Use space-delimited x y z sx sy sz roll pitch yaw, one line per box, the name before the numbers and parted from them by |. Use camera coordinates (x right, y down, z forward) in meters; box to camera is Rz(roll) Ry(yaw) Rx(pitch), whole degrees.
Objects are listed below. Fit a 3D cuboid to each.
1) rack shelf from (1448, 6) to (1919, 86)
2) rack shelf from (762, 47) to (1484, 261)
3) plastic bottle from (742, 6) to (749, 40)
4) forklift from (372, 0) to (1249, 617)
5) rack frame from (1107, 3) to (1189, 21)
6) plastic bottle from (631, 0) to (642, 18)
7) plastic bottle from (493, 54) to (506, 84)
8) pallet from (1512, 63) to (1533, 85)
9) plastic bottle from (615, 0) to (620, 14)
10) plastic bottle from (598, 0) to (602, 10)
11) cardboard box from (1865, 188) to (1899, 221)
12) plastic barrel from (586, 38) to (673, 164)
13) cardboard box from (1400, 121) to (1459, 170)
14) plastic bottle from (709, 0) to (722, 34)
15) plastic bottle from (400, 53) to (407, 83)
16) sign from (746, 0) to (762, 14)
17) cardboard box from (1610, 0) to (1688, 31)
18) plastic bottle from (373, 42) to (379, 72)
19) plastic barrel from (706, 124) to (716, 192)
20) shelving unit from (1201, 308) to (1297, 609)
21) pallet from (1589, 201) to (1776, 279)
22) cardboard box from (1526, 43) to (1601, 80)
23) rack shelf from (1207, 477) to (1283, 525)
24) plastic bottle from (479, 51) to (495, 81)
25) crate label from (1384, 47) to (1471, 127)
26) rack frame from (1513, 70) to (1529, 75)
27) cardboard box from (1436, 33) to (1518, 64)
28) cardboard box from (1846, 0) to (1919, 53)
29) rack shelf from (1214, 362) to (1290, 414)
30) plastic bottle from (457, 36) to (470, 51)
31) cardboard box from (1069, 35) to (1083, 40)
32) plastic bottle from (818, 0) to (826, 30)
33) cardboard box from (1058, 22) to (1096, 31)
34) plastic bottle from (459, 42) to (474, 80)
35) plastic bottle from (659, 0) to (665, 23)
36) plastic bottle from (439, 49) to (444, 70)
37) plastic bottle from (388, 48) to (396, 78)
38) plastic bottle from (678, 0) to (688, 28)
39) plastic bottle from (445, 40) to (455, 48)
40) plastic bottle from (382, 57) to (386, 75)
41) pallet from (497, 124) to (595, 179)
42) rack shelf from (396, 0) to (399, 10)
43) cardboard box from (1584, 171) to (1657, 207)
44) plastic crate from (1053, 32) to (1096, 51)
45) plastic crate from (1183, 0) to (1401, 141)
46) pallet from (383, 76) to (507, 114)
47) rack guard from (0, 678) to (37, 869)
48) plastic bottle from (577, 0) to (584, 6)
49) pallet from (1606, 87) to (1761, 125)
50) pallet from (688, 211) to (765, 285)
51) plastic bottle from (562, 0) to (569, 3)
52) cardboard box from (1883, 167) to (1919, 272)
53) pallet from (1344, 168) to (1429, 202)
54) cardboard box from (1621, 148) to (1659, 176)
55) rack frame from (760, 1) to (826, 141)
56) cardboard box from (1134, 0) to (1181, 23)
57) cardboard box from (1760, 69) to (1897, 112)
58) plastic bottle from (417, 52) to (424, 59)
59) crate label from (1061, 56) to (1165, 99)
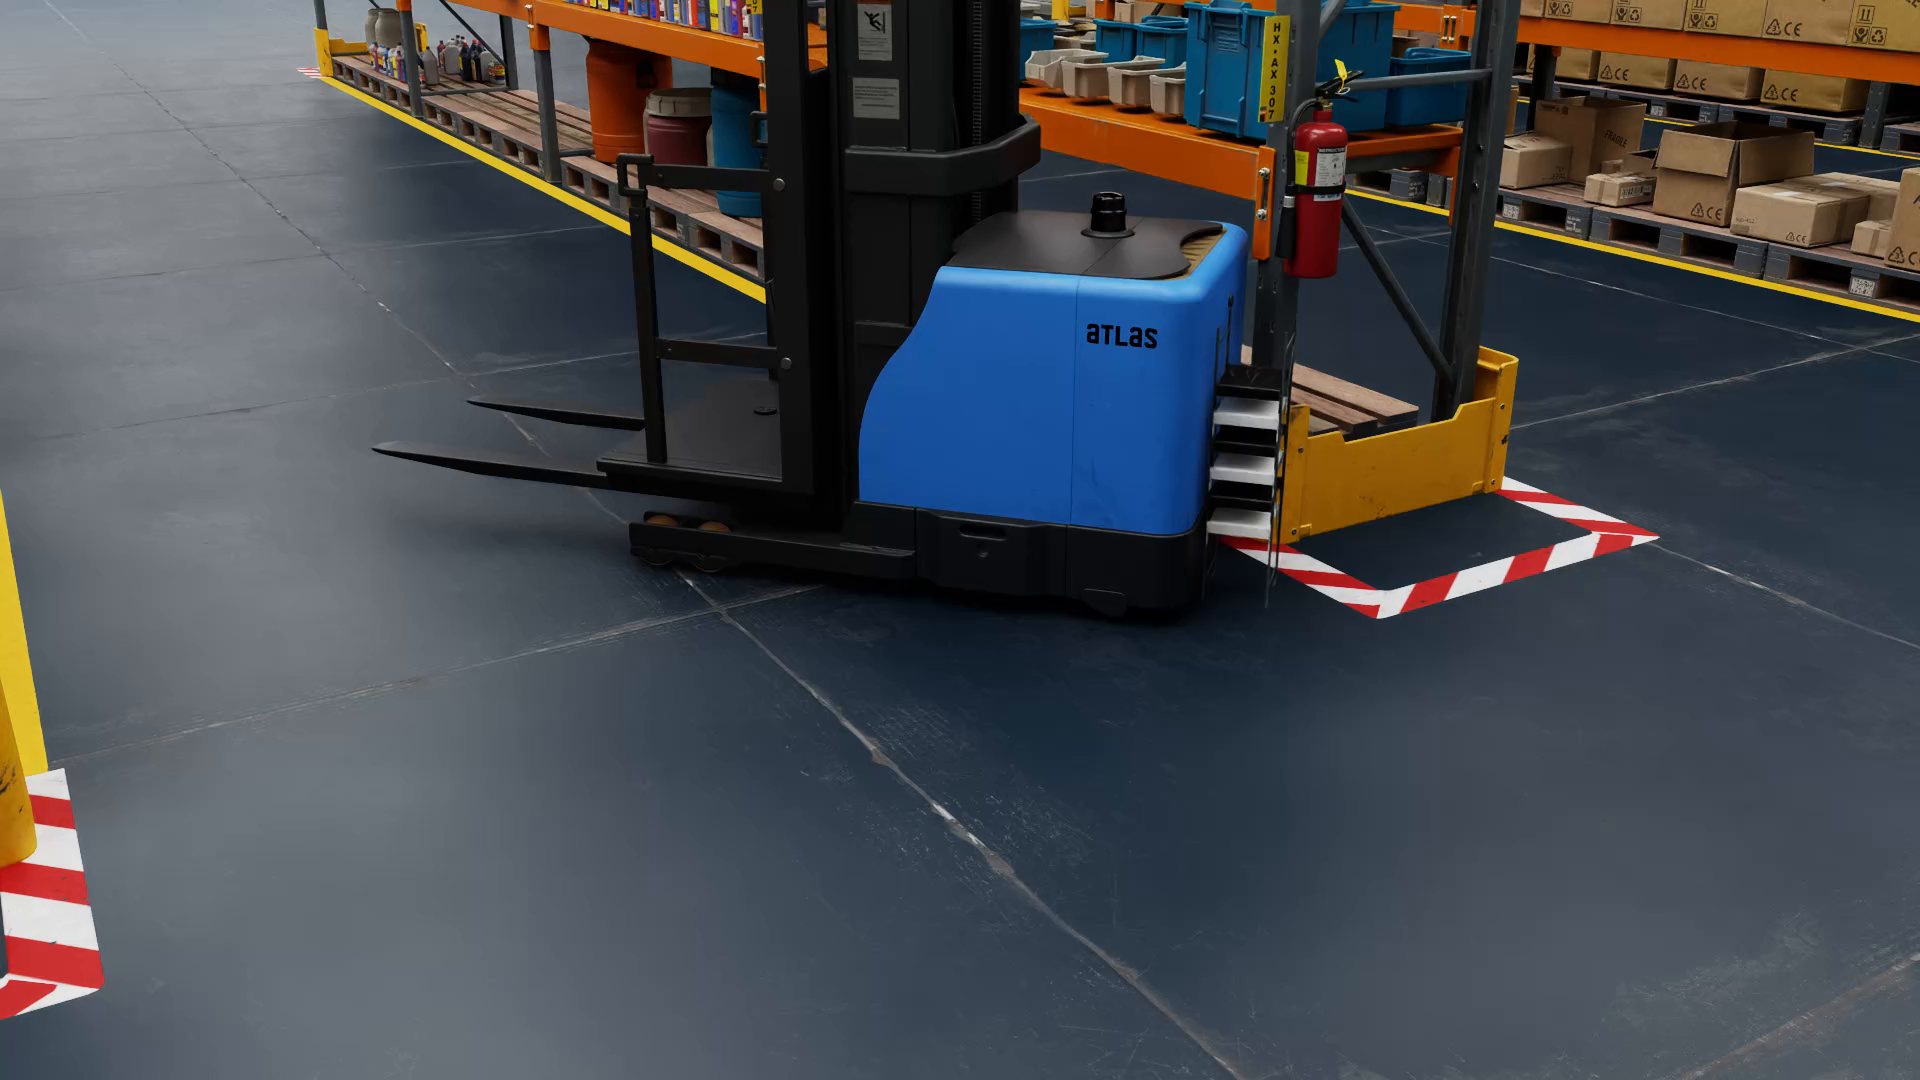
rack shelf | 4.706 -2.802 9.676 1.077 0.370 4.000 -13 25 -28
rack shelf | 0.445 -1.850 7.335 1.077 0.370 4.000 -13 25 -28
plastic bottle | -1.138 -2.836 9.070 0.097 0.201 0.097 0 22 0
forklift | -0.596 -1.430 5.436 3.031 2.935 1.130 7 23 16
rack frame | 1.641 -5.077 14.319 1.000 3.000 0.127 -13 25 -28
plastic bottle | -1.968 -3.417 10.399 0.152 0.276 0.135 -13 25 -28
plastic bottle | -4.449 -4.548 16.056 0.097 0.271 0.097 0 22 0
pallet | 5.500 -4.993 17.814 1.003 0.211 1.213 -13 25 -28
plastic bottle | -2.169 -3.522 10.663 0.097 0.271 0.097 0 22 0
plastic bottle | -2.336 -3.596 10.938 0.097 0.201 0.097 0 22 0
cardboard box | 5.438 -1.810 9.348 0.500 0.250 0.500 -13 25 -28
plastic barrel | -2.355 -3.160 11.926 0.600 0.830 0.708 -13 25 -28
cardboard box | 3.186 -2.933 11.779 0.500 0.500 0.500 -13 25 -29
plastic bottle | -1.327 -3.043 9.379 0.144 0.351 0.185 -13 25 -28
plastic bottle | -5.338 -4.612 16.109 0.144 0.351 0.185 -14 26 -31
sign | -1.050 -2.854 8.482 0.100 0.325 0.005 -13 25 -28
cardboard box | 4.228 -3.284 9.774 0.500 0.500 0.500 -13 25 -29
plastic bottle | -5.948 -4.937 16.998 0.061 0.283 0.133 -12 25 -27
plastic barrel | -1.413 -2.481 10.679 0.421 0.512 0.421 0 22 0
shelving unit | 0.908 -0.253 5.238 0.210 0.900 0.258 7 23 16
pallet | 4.661 -1.873 10.139 1.003 0.211 1.213 -13 25 -28
cardboard box | 6.160 -4.967 16.344 0.750 0.750 0.750 -13 25 -29
rack shelf | 0.908 -0.139 5.285 0.200 0.077 0.258 7 23 16
plastic bottle | -4.637 -4.649 16.300 0.152 0.276 0.135 -12 25 -26
crate label | 1.624 -1.629 5.979 0.416 0.233 0.303 -13 25 -28
rack frame | 5.897 -6.031 16.666 1.000 3.000 0.127 -13 25 -28
cardboard box | 5.485 -5.300 17.603 0.700 0.500 0.500 -12 25 -27
cardboard box | 4.996 -2.794 8.568 0.500 0.500 0.500 -12 25 -28
rack shelf | 0.908 -0.472 5.149 0.200 0.077 0.258 7 23 16
plastic bottle | -5.032 -4.937 16.908 0.144 0.351 0.185 -13 25 -29
cardboard box | 1.161 -4.380 14.953 0.500 0.311 0.500 -12 25 -27
plastic bottle | -0.770 -3.050 9.596 0.097 0.201 0.097 0 22 0
cardboard box | 1.092 -4.818 16.030 0.500 0.311 0.500 -13 26 -30
plastic bottle | -4.842 -4.711 16.351 0.144 0.351 0.185 -13 25 -28
plastic bottle | -1.770 -3.237 10.055 0.097 0.201 0.097 0 22 0
plastic bottle | -5.313 -4.951 17.140 0.097 0.201 0.097 0 22 0
plastic bottle | -5.582 -4.736 16.512 0.152 0.276 0.135 -12 25 -27
plastic bottle | -1.568 -3.164 9.777 0.152 0.276 0.135 -13 25 -28
plastic bottle | -5.286 -5.060 17.311 0.152 0.276 0.135 -12 25 -28
plastic bottle | -5.771 -4.801 16.771 0.097 0.201 0.097 0 22 0
pallet | -2.982 -3.092 13.139 1.003 0.211 1.213 -13 25 -28
rack shelf | -5.684 -5.735 16.892 1.077 0.370 4.000 -13 25 -28
cardboard box | 4.163 -2.218 10.463 0.380 0.166 0.250 -13 25 -28
plastic crate | 0.572 -2.231 7.586 0.293 0.136 0.466 -13 25 -28
plastic crate | 1.135 -1.653 5.767 0.616 0.435 0.499 -13 25 -28
pallet | -4.970 -4.354 16.243 1.003 0.211 1.213 -13 25 -28
rack guard | -2.779 0.582 3.715 1.175 0.500 0.348 -13 25 -28
plastic bottle | -2.548 -3.754 11.219 0.061 0.283 0.133 -13 25 -28
pallet | 6.855 -4.075 15.557 1.003 0.211 1.213 -13 25 -28
pallet | -0.935 -1.797 9.952 1.003 0.211 1.213 -13 25 -28
plastic bottle | -2.676 -3.866 11.504 0.152 0.276 0.135 -13 25 -28
cardboard box | 5.238 -1.662 8.652 0.500 0.500 0.500 -13 25 -28
pallet | 3.236 -2.747 12.289 1.003 0.211 1.213 -13 25 -28
cardboard box | 4.602 -2.368 10.640 0.500 0.311 0.500 -13 25 -28
rack frame | -0.576 -2.831 8.792 1.000 3.000 0.127 -13 25 -28
cardboard box | 2.710 -6.994 21.770 0.700 0.500 0.500 -14 26 -32
cardboard box | 7.497 -4.120 14.263 0.750 0.750 0.750 -12 25 -28
plastic bottle | -5.223 -4.614 16.213 0.152 0.276 0.135 -13 25 -28
crate label | 0.596 -1.853 6.657 0.396 0.136 0.243 -13 25 -28
